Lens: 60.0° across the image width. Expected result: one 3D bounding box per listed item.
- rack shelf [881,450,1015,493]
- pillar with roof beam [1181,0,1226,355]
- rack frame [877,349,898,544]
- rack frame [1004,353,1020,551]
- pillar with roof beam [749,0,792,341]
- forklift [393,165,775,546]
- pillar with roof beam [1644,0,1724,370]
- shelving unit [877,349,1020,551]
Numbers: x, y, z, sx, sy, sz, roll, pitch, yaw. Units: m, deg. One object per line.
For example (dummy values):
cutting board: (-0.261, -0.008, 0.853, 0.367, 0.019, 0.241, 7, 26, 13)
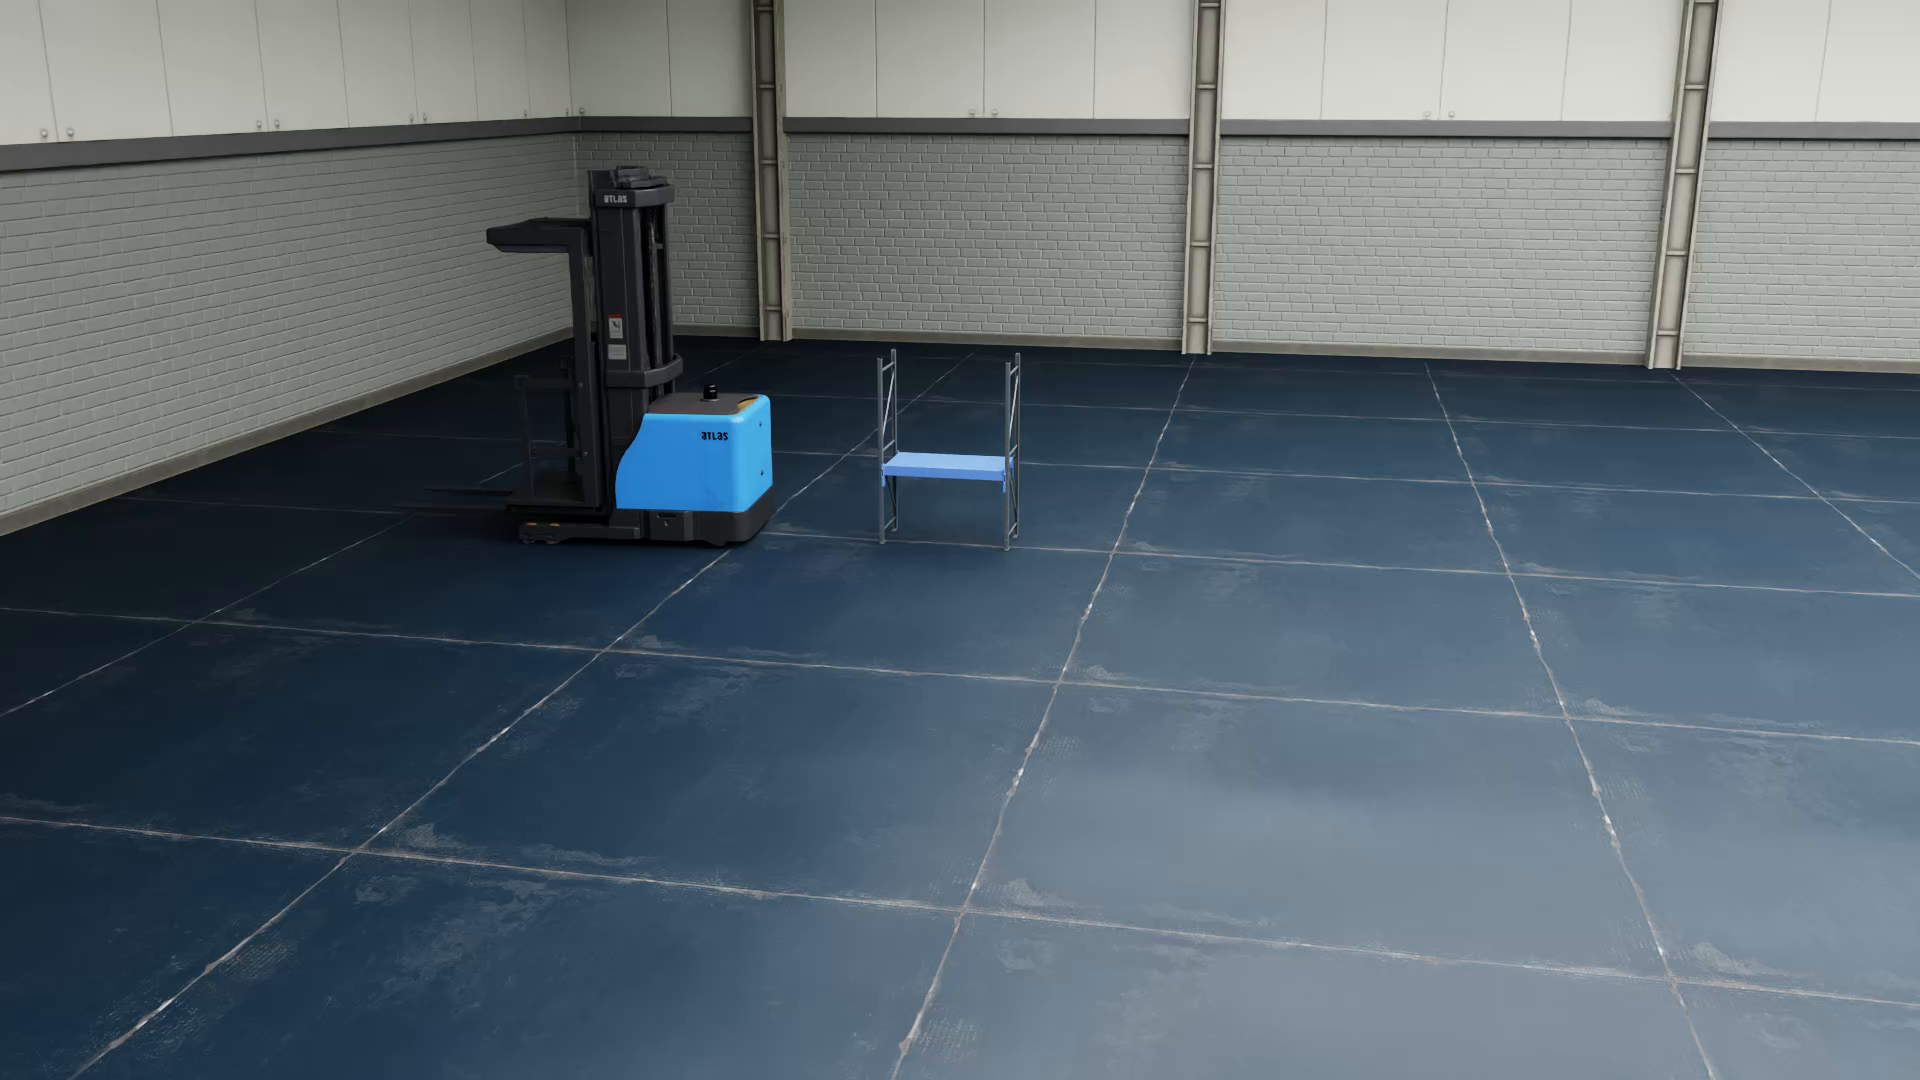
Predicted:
rack shelf: (-0.084, -0.554, 13.356, 1.000, 0.185, 0.538, 3, 16, 11)
pillar with roof beam: (2.382, -5.776, 17.486, 0.400, 9.000, 9.100, 3, 16, 11)
rack frame: (-0.582, -0.754, 13.406, 0.032, 1.500, 0.500, 3, 16, 11)
rack frame: (0.415, -0.700, 13.211, 0.032, 1.500, 0.500, 3, 16, 11)
pillar with roof beam: (-3.498, -6.095, 18.638, 0.400, 9.000, 9.100, 3, 16, 11)
forklift: (-3.123, -1.516, 13.473, 3.031, 2.935, 1.130, 2, 16, 7)
pillar with roof beam: (8.262, -5.457, 16.334, 0.400, 9.000, 9.100, 3, 16, 11)
shelving unit: (-0.084, -0.727, 13.308, 1.048, 1.500, 0.538, 3, 16, 11)
